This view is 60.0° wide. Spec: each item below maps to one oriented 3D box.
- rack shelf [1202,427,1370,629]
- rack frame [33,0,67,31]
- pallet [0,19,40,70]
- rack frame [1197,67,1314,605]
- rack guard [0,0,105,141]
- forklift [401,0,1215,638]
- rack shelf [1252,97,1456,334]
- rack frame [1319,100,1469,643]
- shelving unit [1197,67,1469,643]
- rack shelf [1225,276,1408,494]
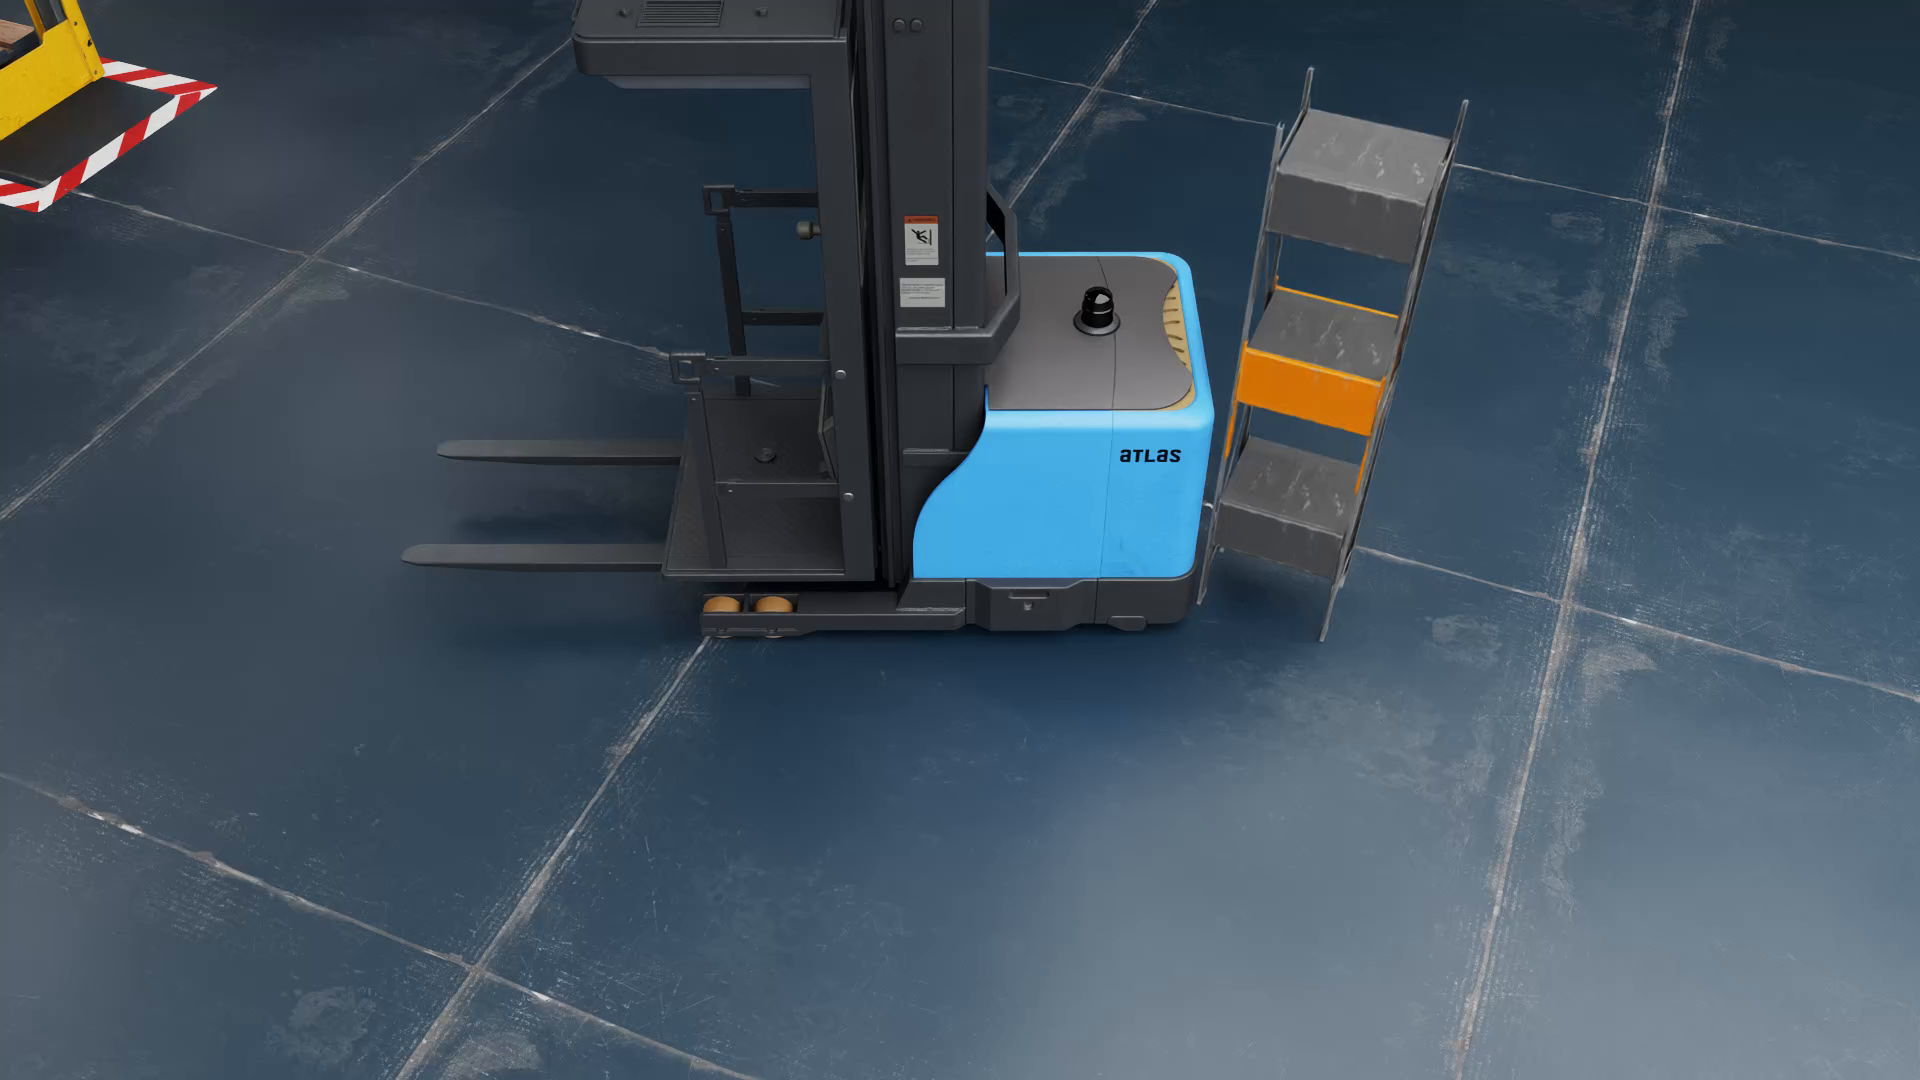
[{"bbox_3d":[1.236,-0.046,6.312,0.480,0.518,0.431,17,47,15],"label":"rack shelf"},{"bbox_3d":[-5.127,-3.364,8.004,0.127,3.000,1.000,16,47,16],"label":"rack frame"},{"bbox_3d":[-5.933,-2.640,9.254,1.213,0.211,1.003,16,47,16],"label":"pallet"},{"bbox_3d":[1.022,-0.622,5.874,0.015,2.100,0.400,17,47,15],"label":"rack frame"},{"bbox_3d":[-5.197,-2.499,8.907,0.348,0.500,1.175,16,47,16],"label":"rack guard"},{"bbox_3d":[-0.625,-1.039,5.716,3.031,2.935,1.130,0,45,0],"label":"forklift"},{"bbox_3d":[1.257,-1.040,5.327,0.480,0.518,0.431,17,47,15],"label":"rack shelf"},{"bbox_3d":[1.472,-0.484,5.745,0.015,2.100,0.400,17,47,15],"label":"rack frame"},{"bbox_3d":[1.247,-0.553,5.810,0.503,2.100,0.431,17,47,15],"label":"shelving unit"},{"bbox_3d":[1.247,-0.543,5.820,0.480,0.518,0.431,17,47,15],"label":"rack shelf"}]
